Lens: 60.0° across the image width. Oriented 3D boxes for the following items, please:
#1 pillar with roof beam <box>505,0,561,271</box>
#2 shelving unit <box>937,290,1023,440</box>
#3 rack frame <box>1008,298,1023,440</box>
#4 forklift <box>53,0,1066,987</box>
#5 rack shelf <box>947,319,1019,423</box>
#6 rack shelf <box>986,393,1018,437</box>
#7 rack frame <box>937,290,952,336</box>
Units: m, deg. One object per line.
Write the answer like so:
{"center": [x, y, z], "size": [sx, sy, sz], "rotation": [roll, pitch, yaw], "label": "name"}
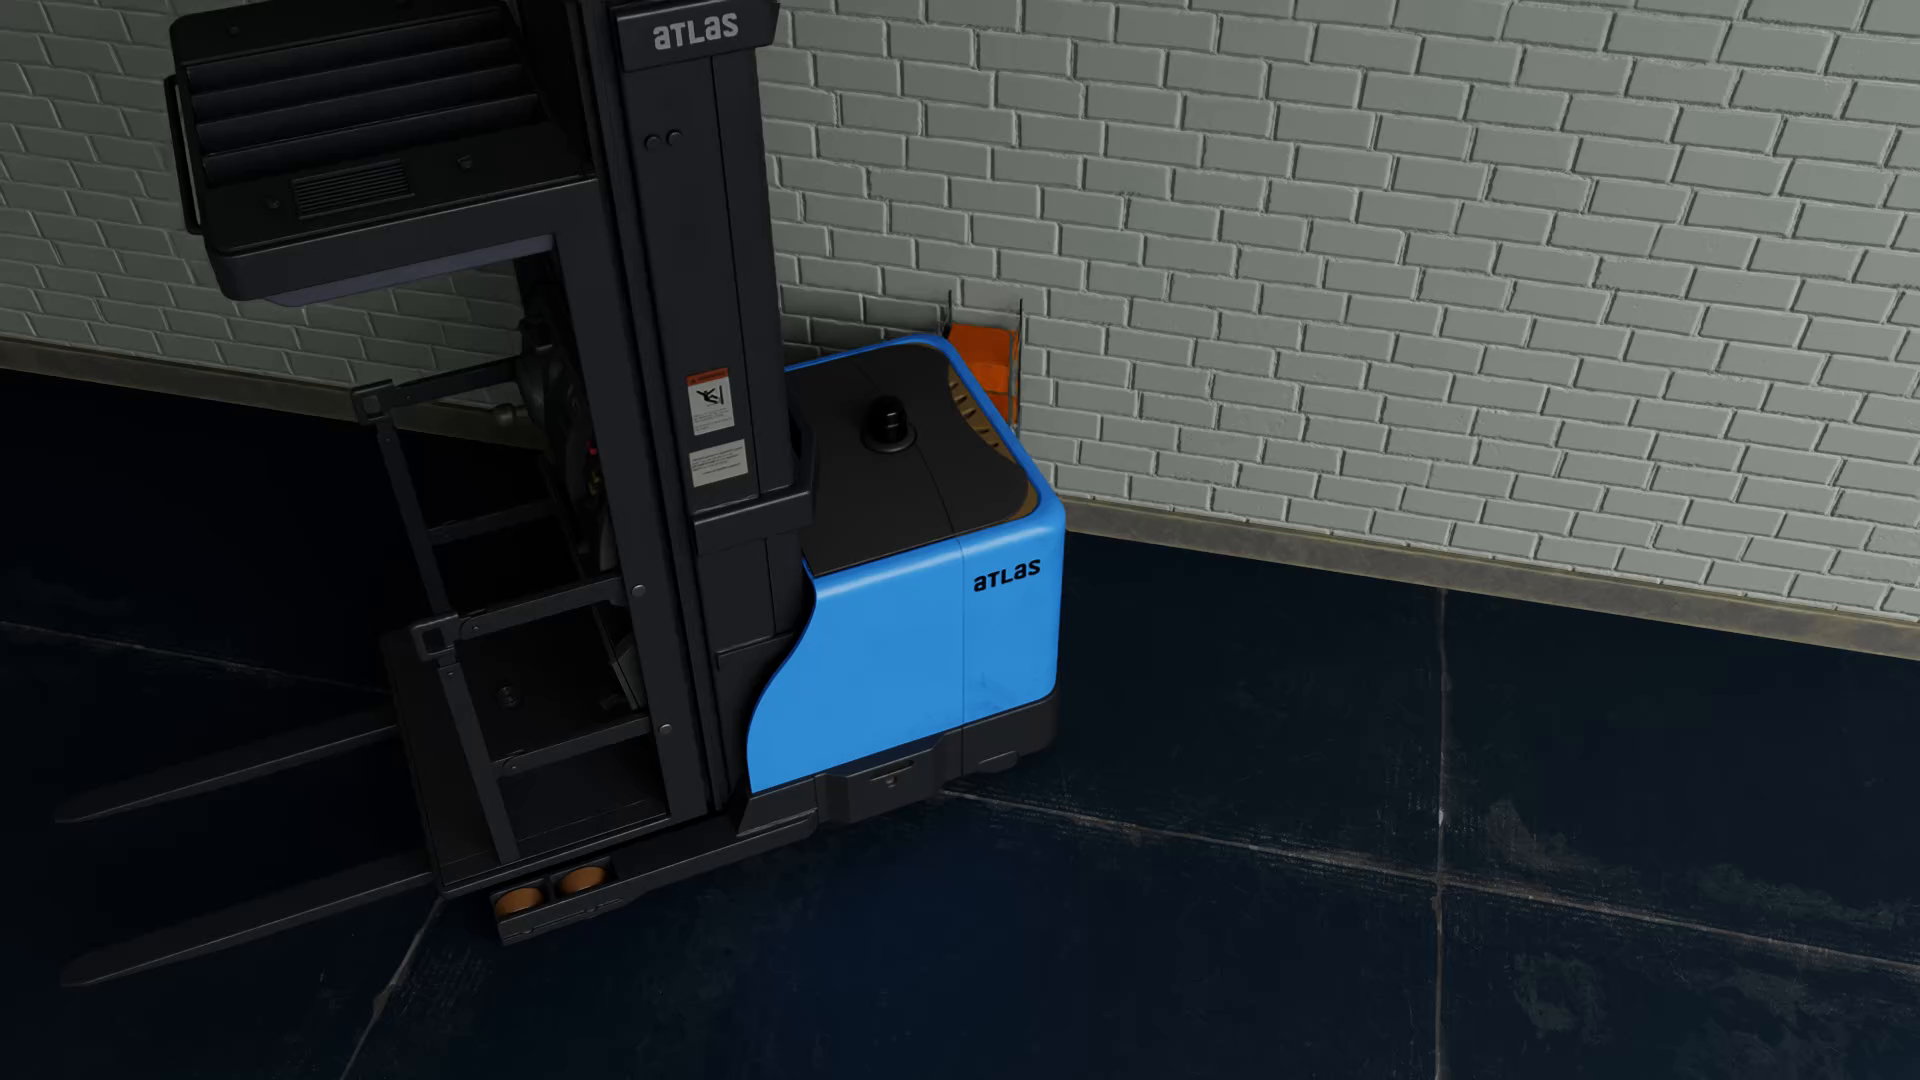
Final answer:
{"center": [-2.122, -0.527, 0.309], "size": [0.400, 9.000, 9.100], "rotation": [9, 45, 9], "label": "pillar with roof beam"}
{"center": [0.070, -0.381, 5.886], "size": [0.252, 1.050, 0.215], "rotation": [8, 44, 9], "label": "shelving unit"}
{"center": [0.190, -0.364, 5.867], "size": [0.008, 1.050, 0.200], "rotation": [8, 44, 9], "label": "rack frame"}
{"center": [-1.244, -0.272, 4.419], "size": [3.031, 2.935, 1.130], "rotation": [-16, 46, -16], "label": "forklift"}
{"center": [0.069, -0.579, 5.696], "size": [0.240, 0.259, 0.215], "rotation": [8, 44, 9], "label": "rack shelf"}
{"center": [0.071, -0.374, 5.893], "size": [0.240, 0.259, 0.215], "rotation": [8, 44, 9], "label": "rack shelf"}
{"center": [-0.049, -0.398, 5.905], "size": [0.008, 1.050, 0.200], "rotation": [8, 44, 9], "label": "rack frame"}
